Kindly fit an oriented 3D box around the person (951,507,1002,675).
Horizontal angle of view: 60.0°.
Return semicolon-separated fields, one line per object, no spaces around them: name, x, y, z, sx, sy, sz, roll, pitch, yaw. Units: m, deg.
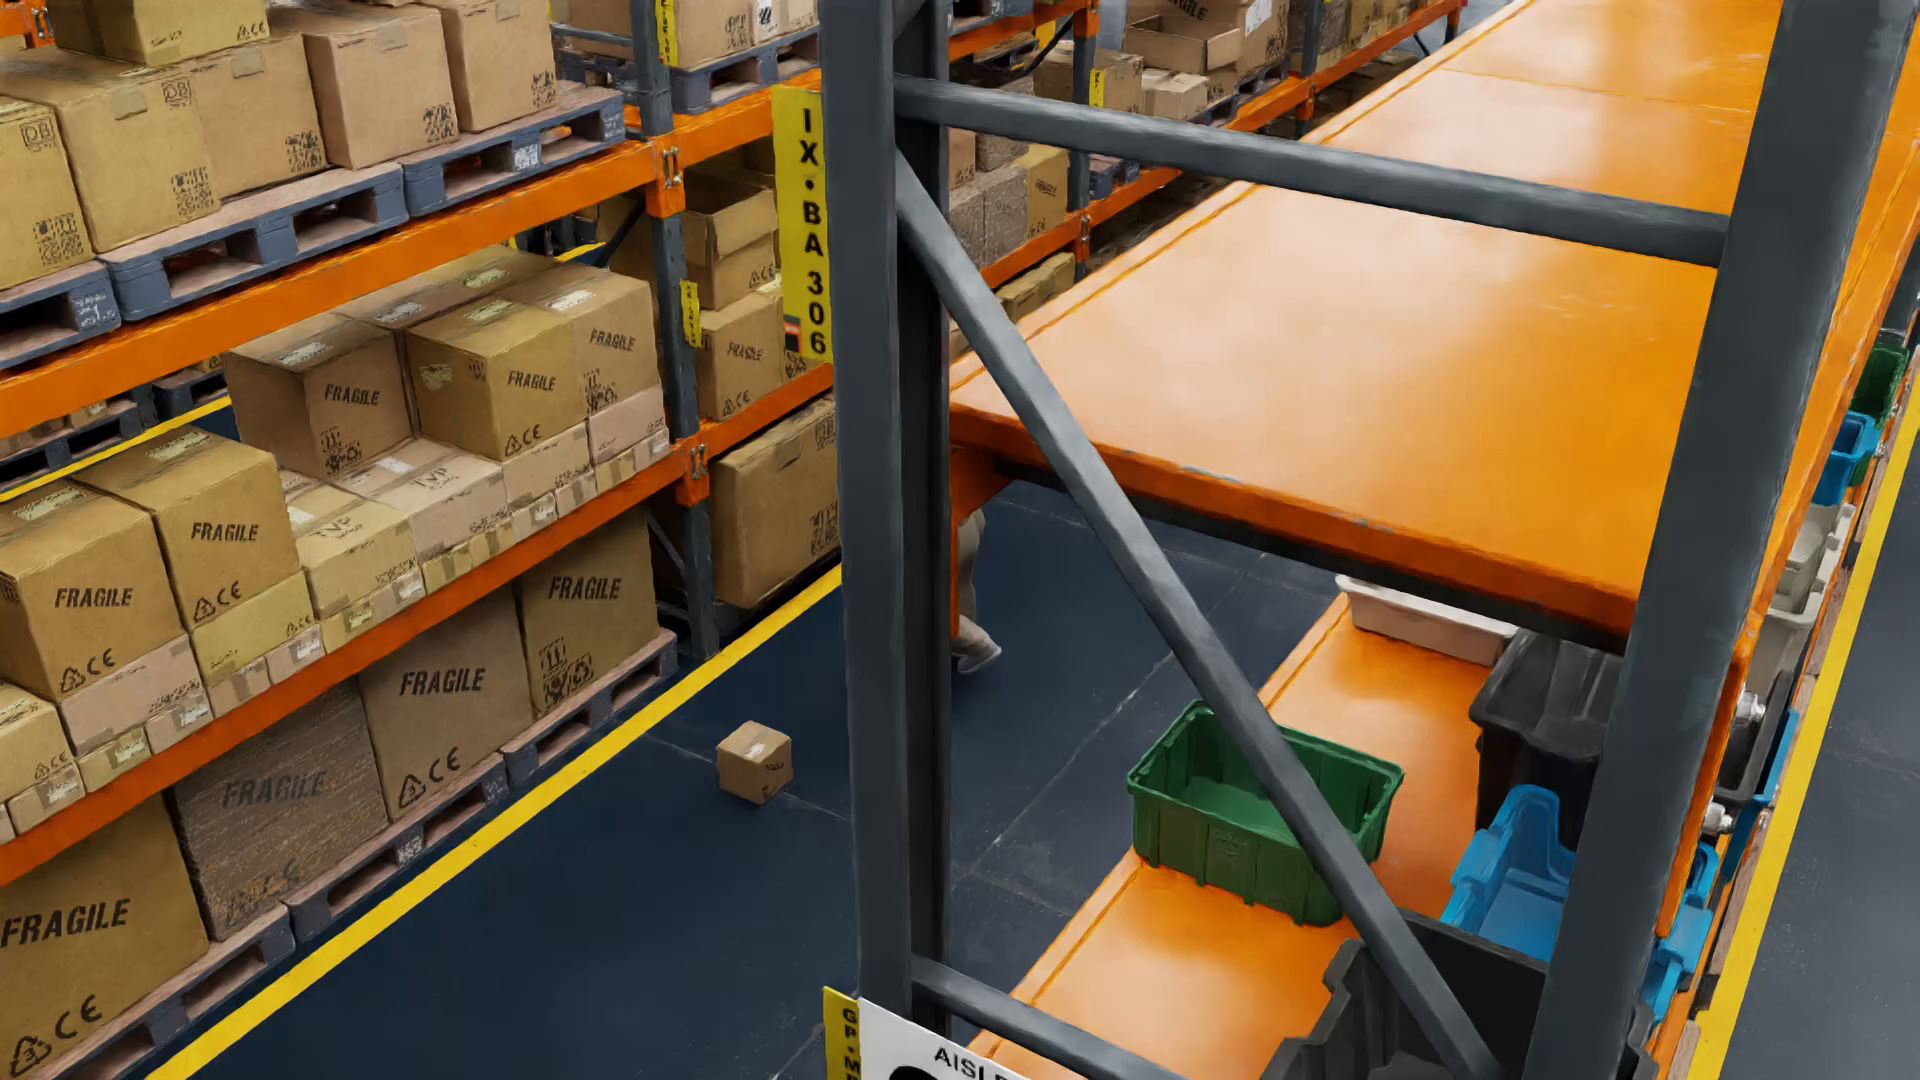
person;-0.028;-0.032;8.246;0.513;1.704;0.630;4;31;7
